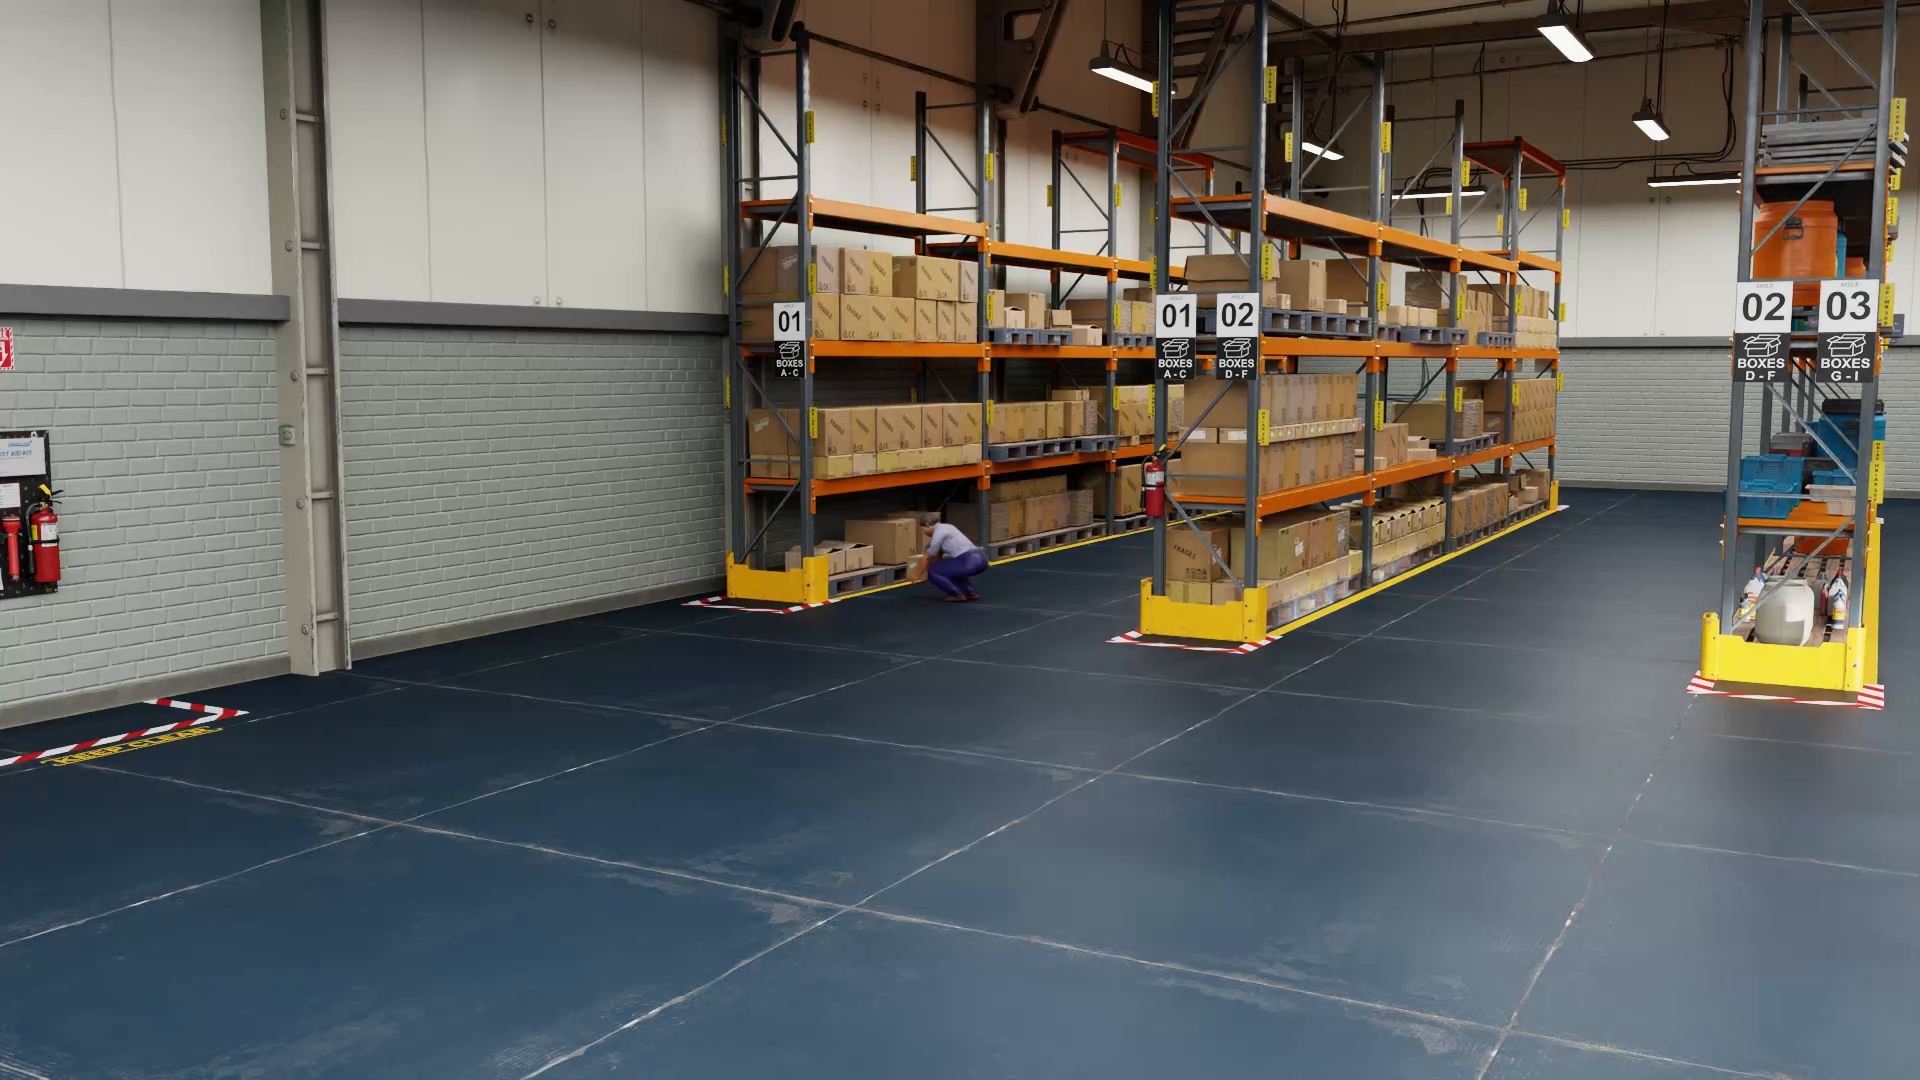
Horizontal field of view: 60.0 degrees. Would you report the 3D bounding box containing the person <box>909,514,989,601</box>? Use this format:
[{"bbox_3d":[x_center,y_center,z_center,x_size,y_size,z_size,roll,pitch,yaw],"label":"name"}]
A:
[{"bbox_3d":[-0.124,0.188,18.108,0.845,0.940,0.516,3,7,27],"label":"person"}]
